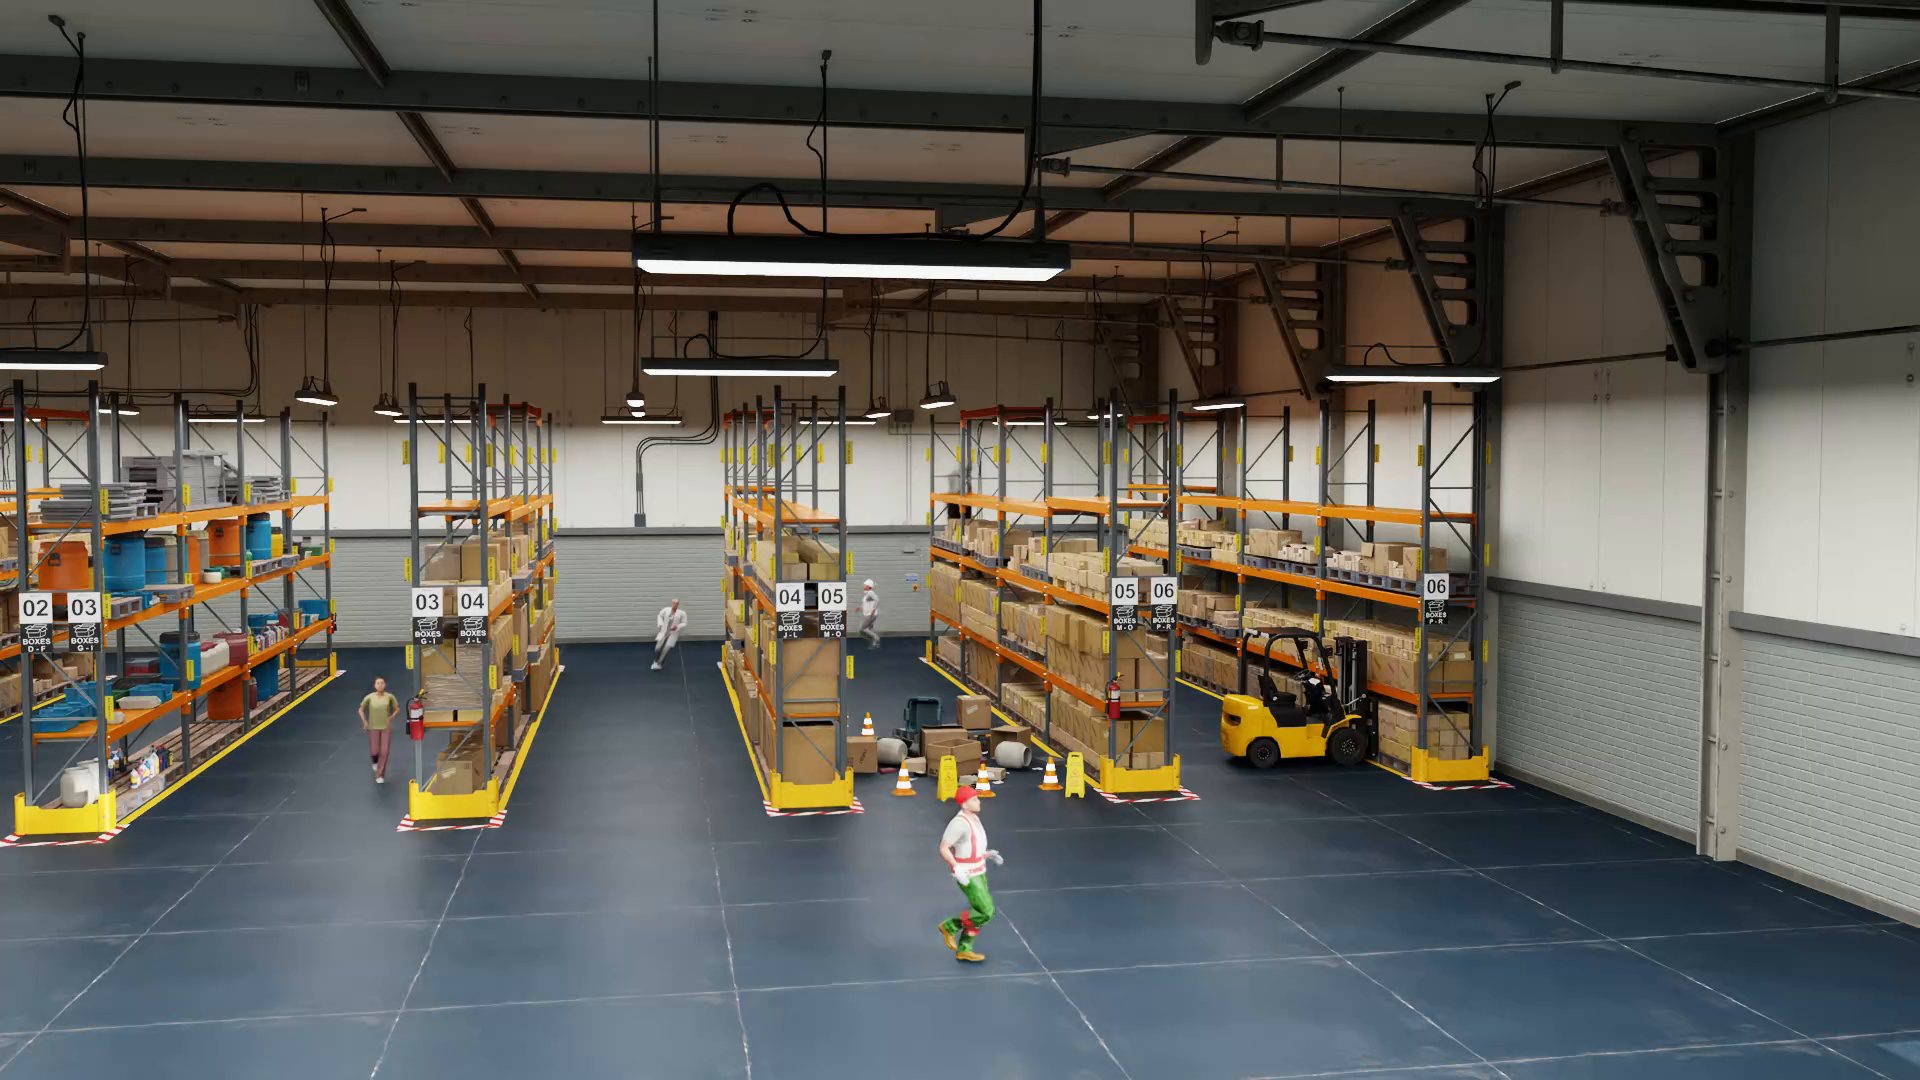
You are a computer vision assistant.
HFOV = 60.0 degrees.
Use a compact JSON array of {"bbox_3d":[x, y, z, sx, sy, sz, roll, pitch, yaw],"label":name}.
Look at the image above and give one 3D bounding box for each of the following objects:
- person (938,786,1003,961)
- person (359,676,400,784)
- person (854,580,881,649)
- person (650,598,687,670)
[{"bbox_3d":[0.106,3.296,16.439,0.595,1.735,0.666,1,3,20],"label":"person"},{"bbox_3d":[-8.899,2.895,25.514,0.596,1.624,0.597,-1,3,-24],"label":"person"},{"bbox_3d":[-2.299,1.858,41.330,0.650,1.733,0.694,0,3,-9],"label":"person"},{"bbox_3d":[-6.800,2.195,38.743,0.865,1.675,0.630,0,3,3],"label":"person"}]
